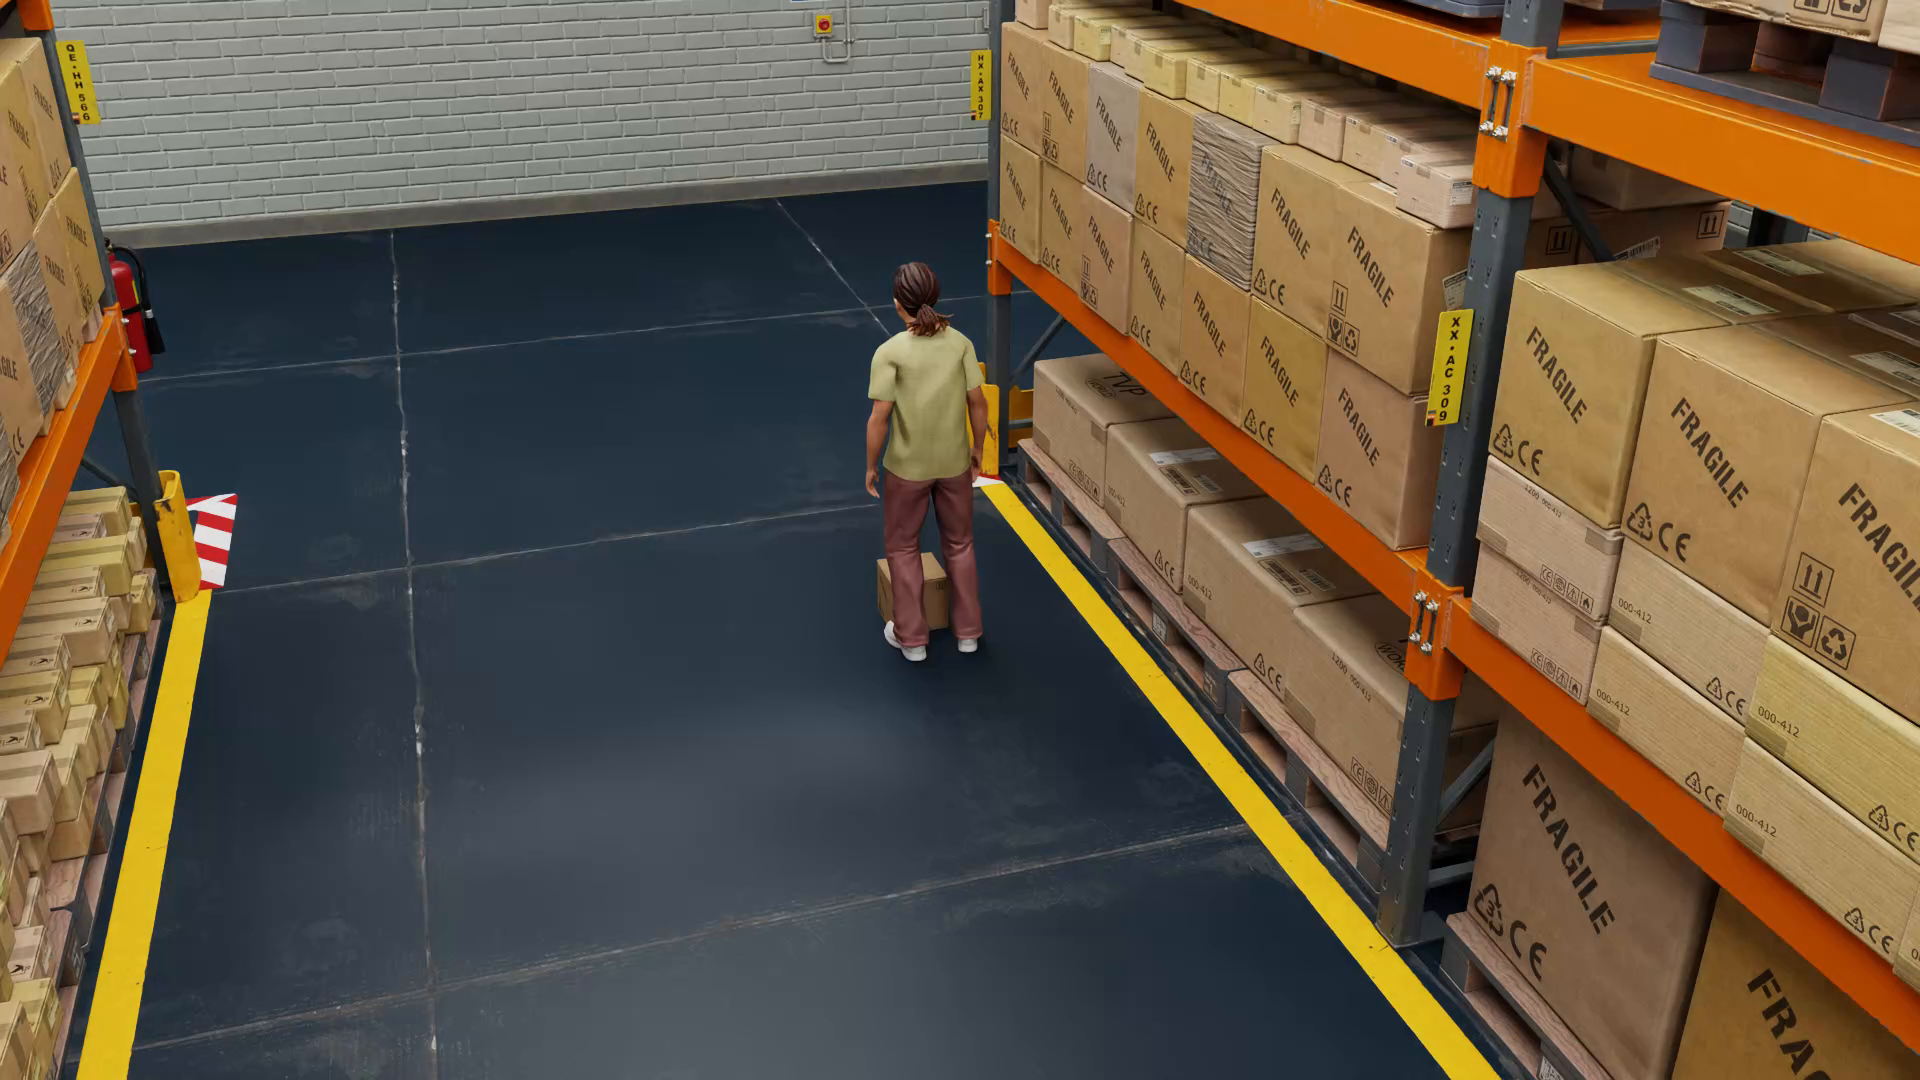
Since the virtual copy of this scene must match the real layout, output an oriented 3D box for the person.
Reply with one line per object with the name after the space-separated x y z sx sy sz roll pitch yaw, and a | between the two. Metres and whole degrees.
-0.137 -0.299 6.717 0.519 1.673 0.356 -9 28 -17 | person
